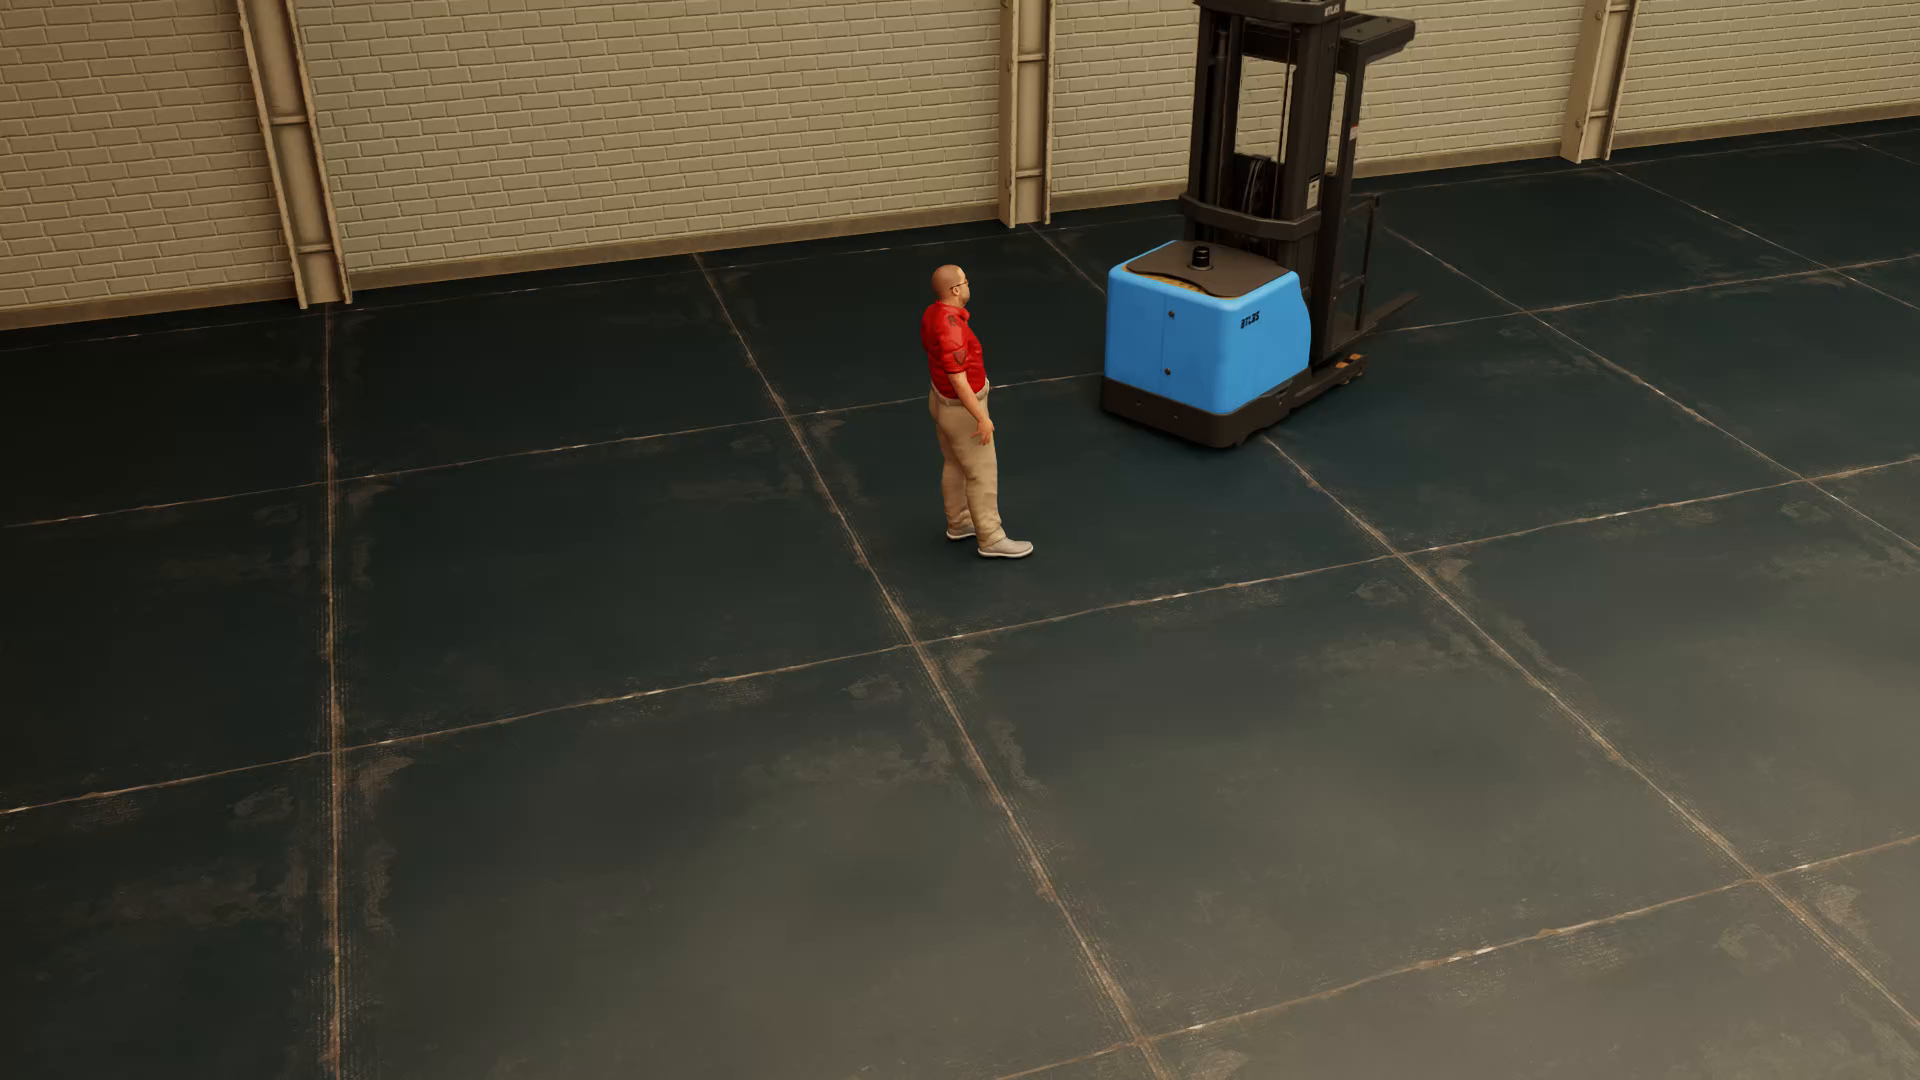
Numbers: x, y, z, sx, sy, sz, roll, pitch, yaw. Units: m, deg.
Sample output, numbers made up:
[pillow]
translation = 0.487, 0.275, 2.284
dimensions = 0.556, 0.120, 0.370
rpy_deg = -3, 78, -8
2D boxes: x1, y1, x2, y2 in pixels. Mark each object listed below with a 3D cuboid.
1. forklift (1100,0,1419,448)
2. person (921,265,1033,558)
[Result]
[forklift]
translation = 2.315, -2.531, 11.486
dimensions = 1.130, 2.935, 3.031
rpy_deg = 24, 37, 35
[person]
translation = 0.089, -0.764, 9.606
dimensions = 0.551, 1.727, 0.640
rpy_deg = -10, 31, -16
